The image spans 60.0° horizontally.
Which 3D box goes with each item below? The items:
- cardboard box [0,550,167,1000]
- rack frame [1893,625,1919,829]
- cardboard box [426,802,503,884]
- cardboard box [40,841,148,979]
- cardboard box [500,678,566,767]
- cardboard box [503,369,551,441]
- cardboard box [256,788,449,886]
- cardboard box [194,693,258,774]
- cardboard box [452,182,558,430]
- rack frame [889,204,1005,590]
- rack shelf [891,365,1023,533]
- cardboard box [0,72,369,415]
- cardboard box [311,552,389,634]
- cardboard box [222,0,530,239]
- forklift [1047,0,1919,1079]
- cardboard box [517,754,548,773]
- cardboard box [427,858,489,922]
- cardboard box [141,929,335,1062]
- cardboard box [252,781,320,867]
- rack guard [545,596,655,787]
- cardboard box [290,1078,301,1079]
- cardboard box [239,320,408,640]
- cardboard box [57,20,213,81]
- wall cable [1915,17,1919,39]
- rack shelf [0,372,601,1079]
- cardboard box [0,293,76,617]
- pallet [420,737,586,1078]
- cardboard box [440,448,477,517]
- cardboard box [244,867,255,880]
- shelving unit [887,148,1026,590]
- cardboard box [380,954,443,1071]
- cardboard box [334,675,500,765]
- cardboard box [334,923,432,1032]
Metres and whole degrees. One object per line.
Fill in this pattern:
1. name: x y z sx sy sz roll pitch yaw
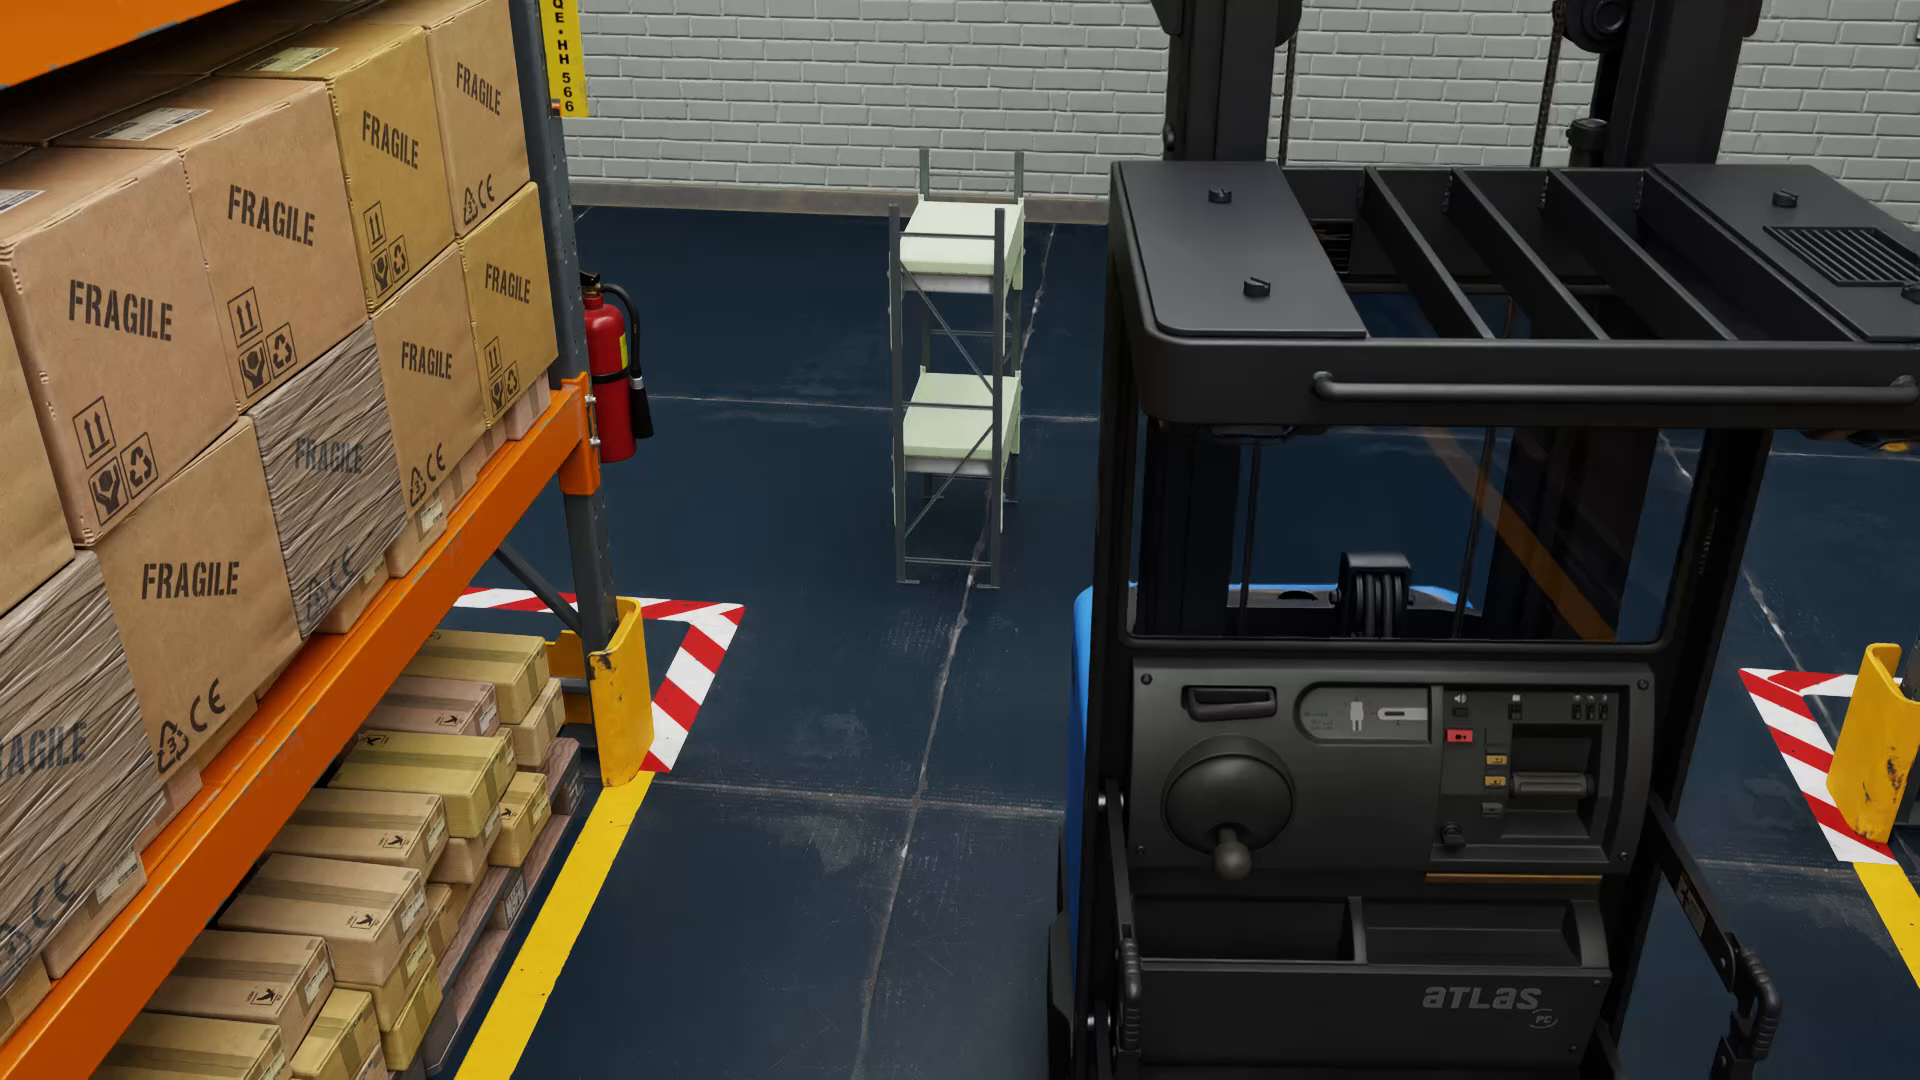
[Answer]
1. cardboard box: -1.630 0.340 2.537 0.500 0.500 0.500 3 28 5
2. rack frame: 3.324 -0.441 4.406 1.000 3.000 0.127 3 28 6
3. cardboard box: -1.445 0.768 4.412 0.380 0.149 0.250 2 28 4
4. cardboard box: -1.619 0.575 2.784 0.380 0.149 0.250 5 29 8
5. cardboard box: -1.383 0.523 4.866 0.380 0.149 0.250 3 28 5
6. cardboard box: -1.361 -0.401 4.596 0.380 0.149 0.250 3 28 6
7. cardboard box: -1.503 0.754 4.124 0.380 0.149 0.250 2 28 4
8. cardboard box: -1.622 0.326 3.246 0.380 0.149 0.250 4 29 7
9. cardboard box: -1.401 -0.630 4.337 0.500 0.500 0.500 4 29 7
10. rack frame: -0.046 -0.485 6.069 0.400 1.500 0.023 3 28 6
11. rack shelf: -0.001 -0.370 6.543 0.431 0.370 0.720 3 28 6
12. cardboard box: -1.527 -0.583 3.196 0.500 0.500 0.500 5 29 9
13. cardboard box: -1.514 0.077 3.709 0.380 0.149 0.250 2 28 4
14. cardboard box: -1.411 -1.066 4.094 0.500 0.500 0.500 3 28 5
15. forklift: 0.771 0.458 2.809 1.130 2.935 3.031 1 28 1
16. cardboard box: -1.459 0.649 4.946 0.380 0.149 0.250 4 29 7
17. cardboard box: -1.508 0.895 4.489 0.380 0.149 0.250 3 28 6
18. cardboard box: -1.623 1.001 3.665 0.380 0.149 0.250 2 28 4
19. cardboard box: -1.952 0.736 4.471 0.380 0.149 0.250 4 29 7
20. rack guard: -1.611 0.455 5.378 1.175 0.500 0.348 3 28 6
21. cardboard box: -1.551 1.263 3.492 0.380 0.149 0.250 4 29 7
22. cardboard box: -1.522 -0.148 3.444 0.500 0.500 0.500 3 29 6
23. cardboard box: -1.975 -0.862 3.715 0.500 0.500 0.500 4 29 8
24. wall cable: 5.401 -3.467 8.951 0.588 1.984 0.122 3 28 6
25. rack shelf: -1.846 0.577 3.275 1.077 0.370 4.000 3 28 6
26. cardboard box: -1.653 -0.092 2.285 0.500 0.500 0.500 4 29 7
27. pallet: -1.745 0.963 4.741 1.003 0.211 1.213 3 28 6
28. cardboard box: -1.444 -0.167 4.162 0.380 0.149 0.250 3 28 6
29. cardboard box: -1.958 0.862 4.550 0.380 0.149 0.250 4 29 7
30. shelving unit: -0.001 -0.657 6.388 0.431 1.500 0.755 3 28 6
31. cardboard box: -1.494 1.136 4.042 0.380 0.149 0.250 2 28 4
32. cardboard box: -1.502 0.506 4.584 0.380 0.149 0.250 4 29 7
33. cardboard box: -1.495 1.012 3.958 0.380 0.149 0.250 4 29 7
